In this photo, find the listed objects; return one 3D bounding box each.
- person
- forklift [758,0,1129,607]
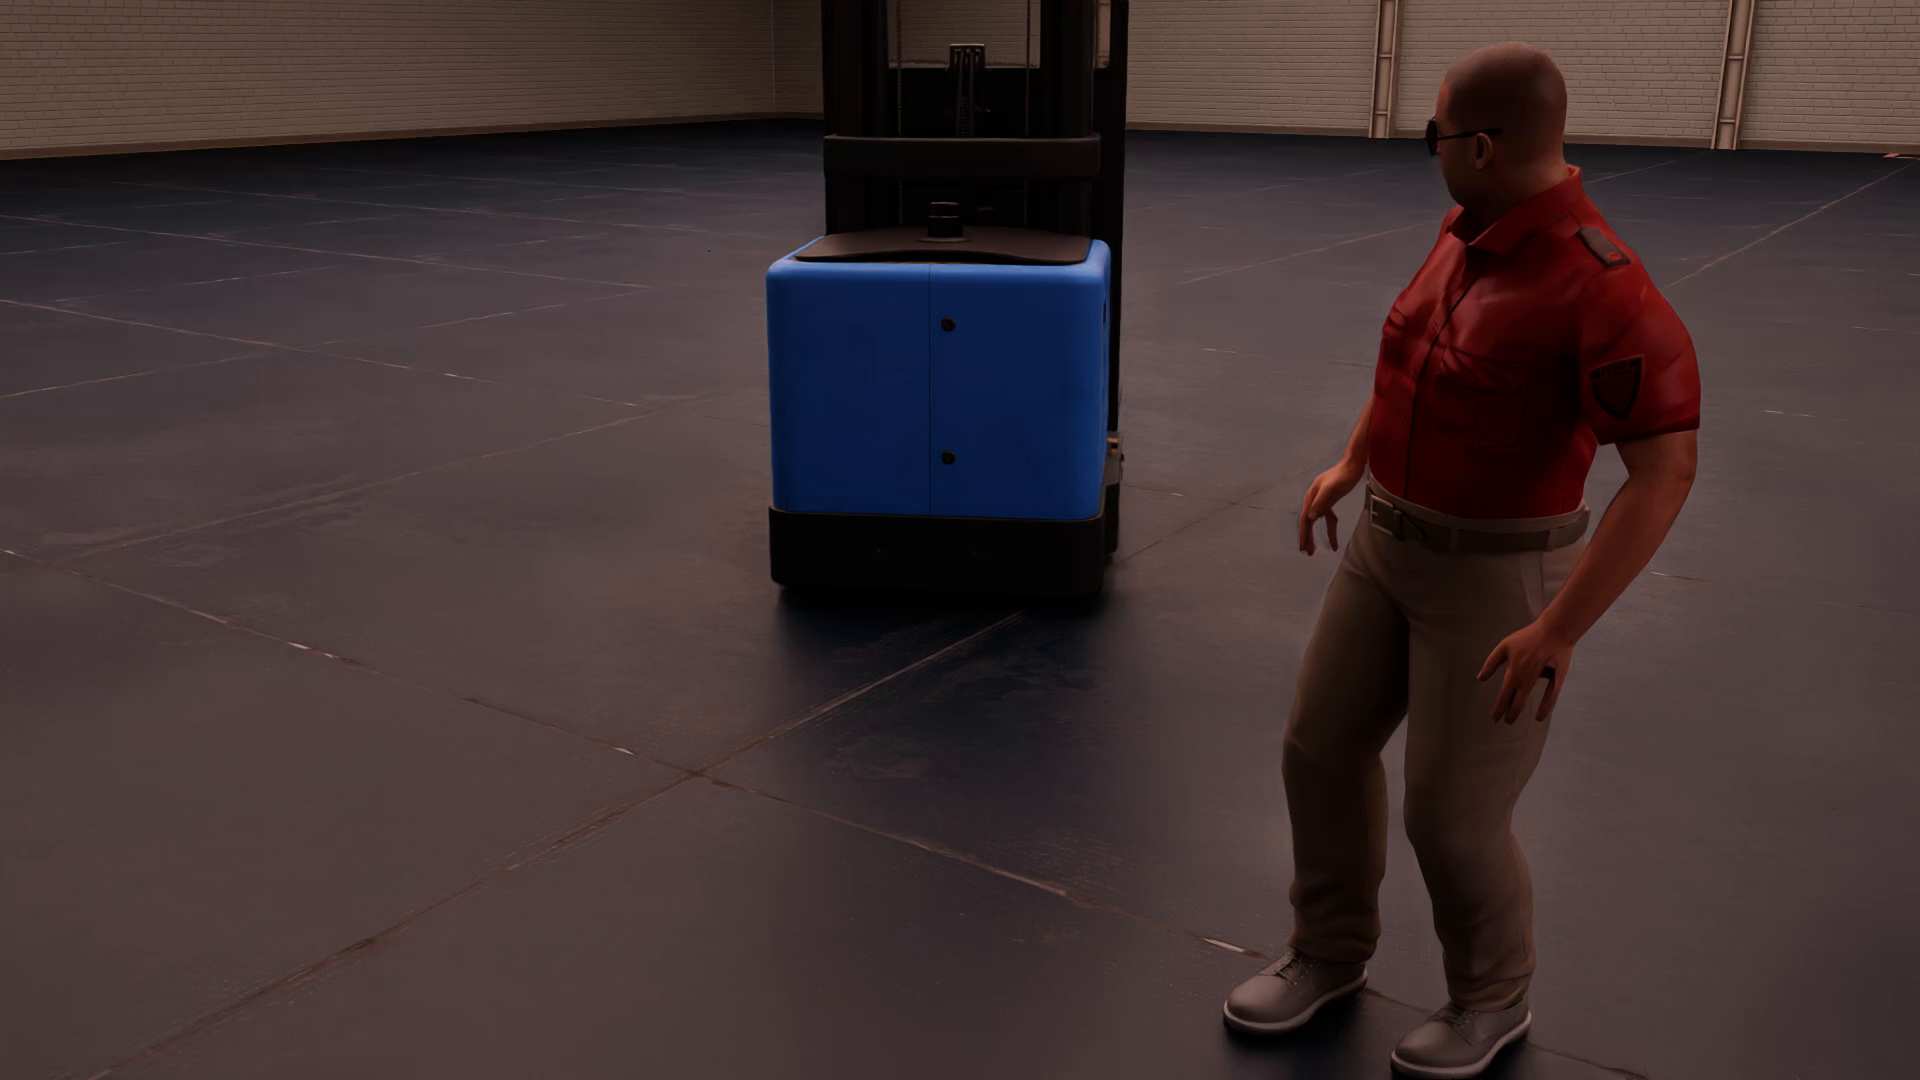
[{"bbox_3d":[0.775,0.064,2.731,0.488,1.720,0.728,-7,18,-23],"label":"person"},{"bbox_3d":[0.070,-1.578,6.110,1.130,2.935,3.031,2,17,6],"label":"forklift"}]
